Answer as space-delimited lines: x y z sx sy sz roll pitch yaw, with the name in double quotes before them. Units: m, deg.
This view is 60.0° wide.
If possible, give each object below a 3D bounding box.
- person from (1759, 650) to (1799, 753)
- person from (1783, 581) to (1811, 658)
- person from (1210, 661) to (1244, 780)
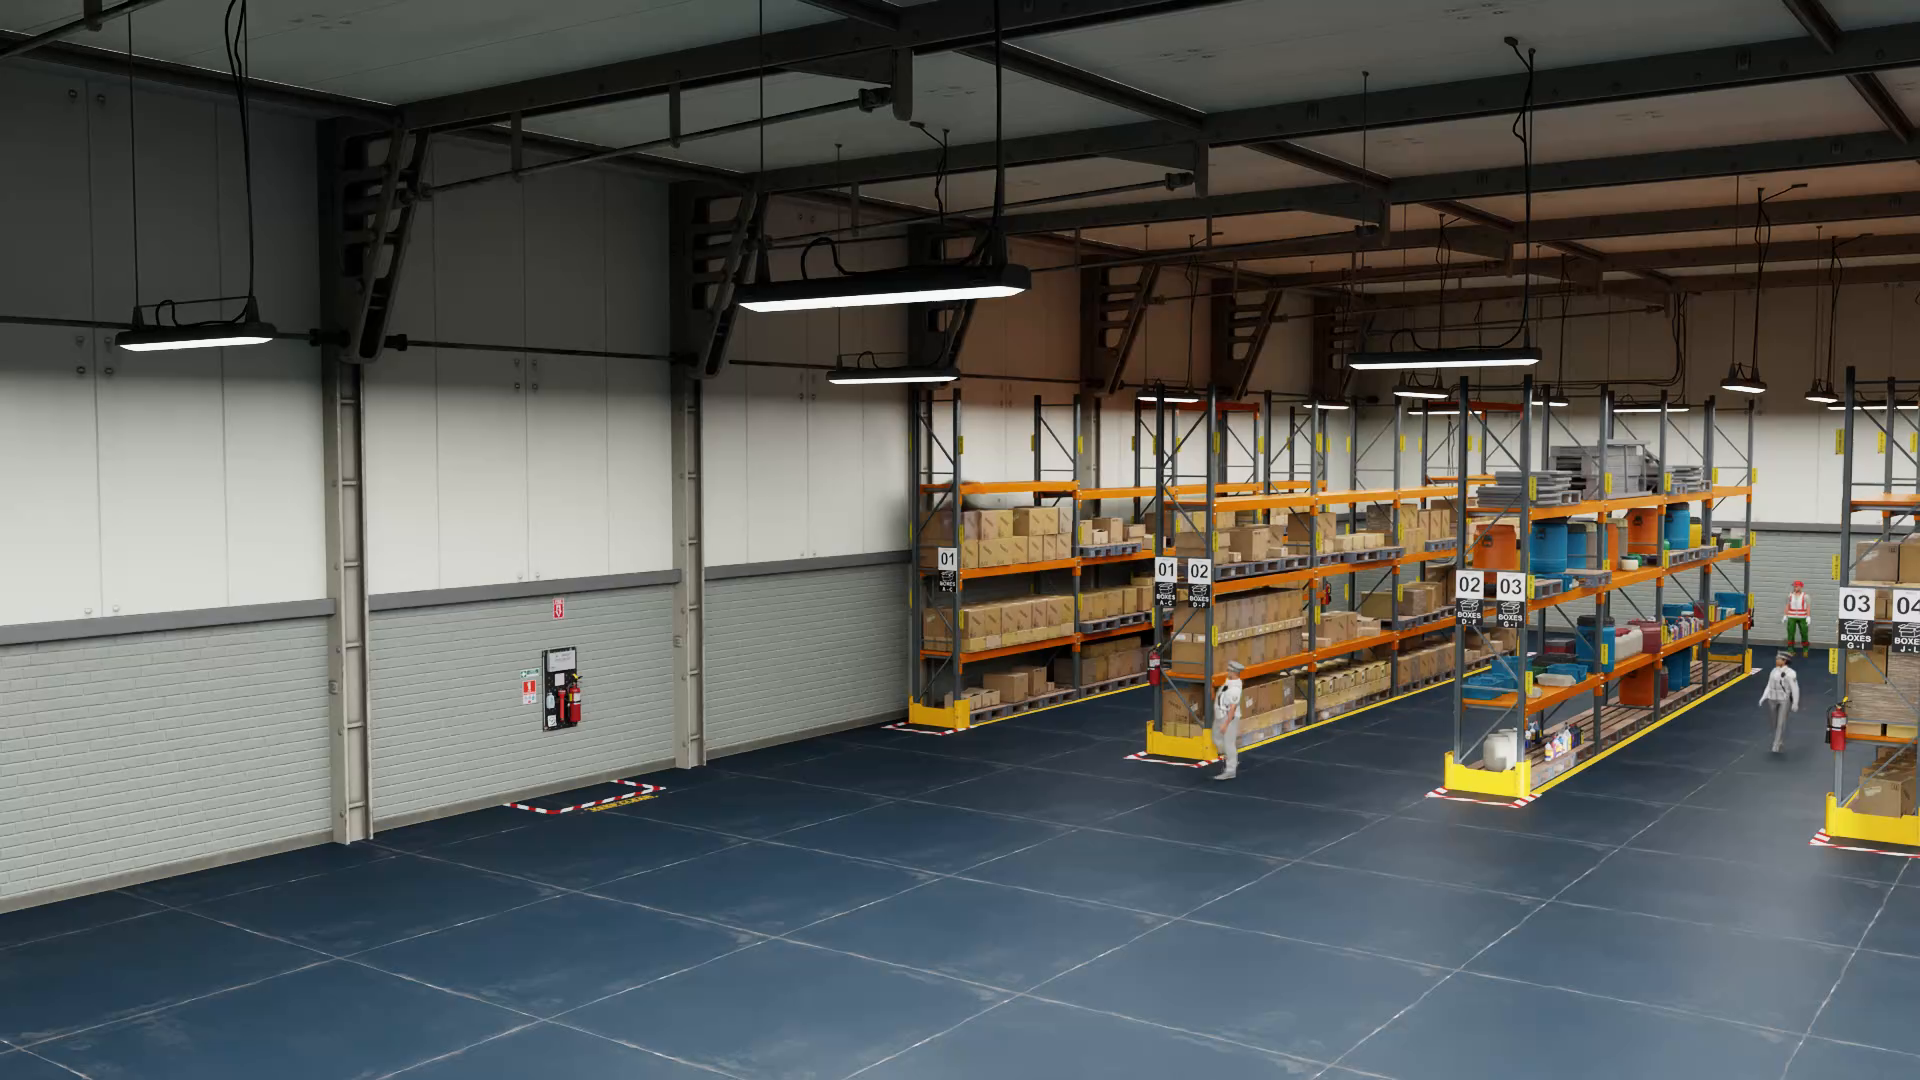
"person" 13.411 2.625 27.206 0.578 1.641 0.957 3 4 44
"person" 19.851 1.866 39.454 0.585 1.807 0.445 1 4 22
"person" 4.025 2.696 25.061 0.490 1.774 0.652 -1 3 -11
